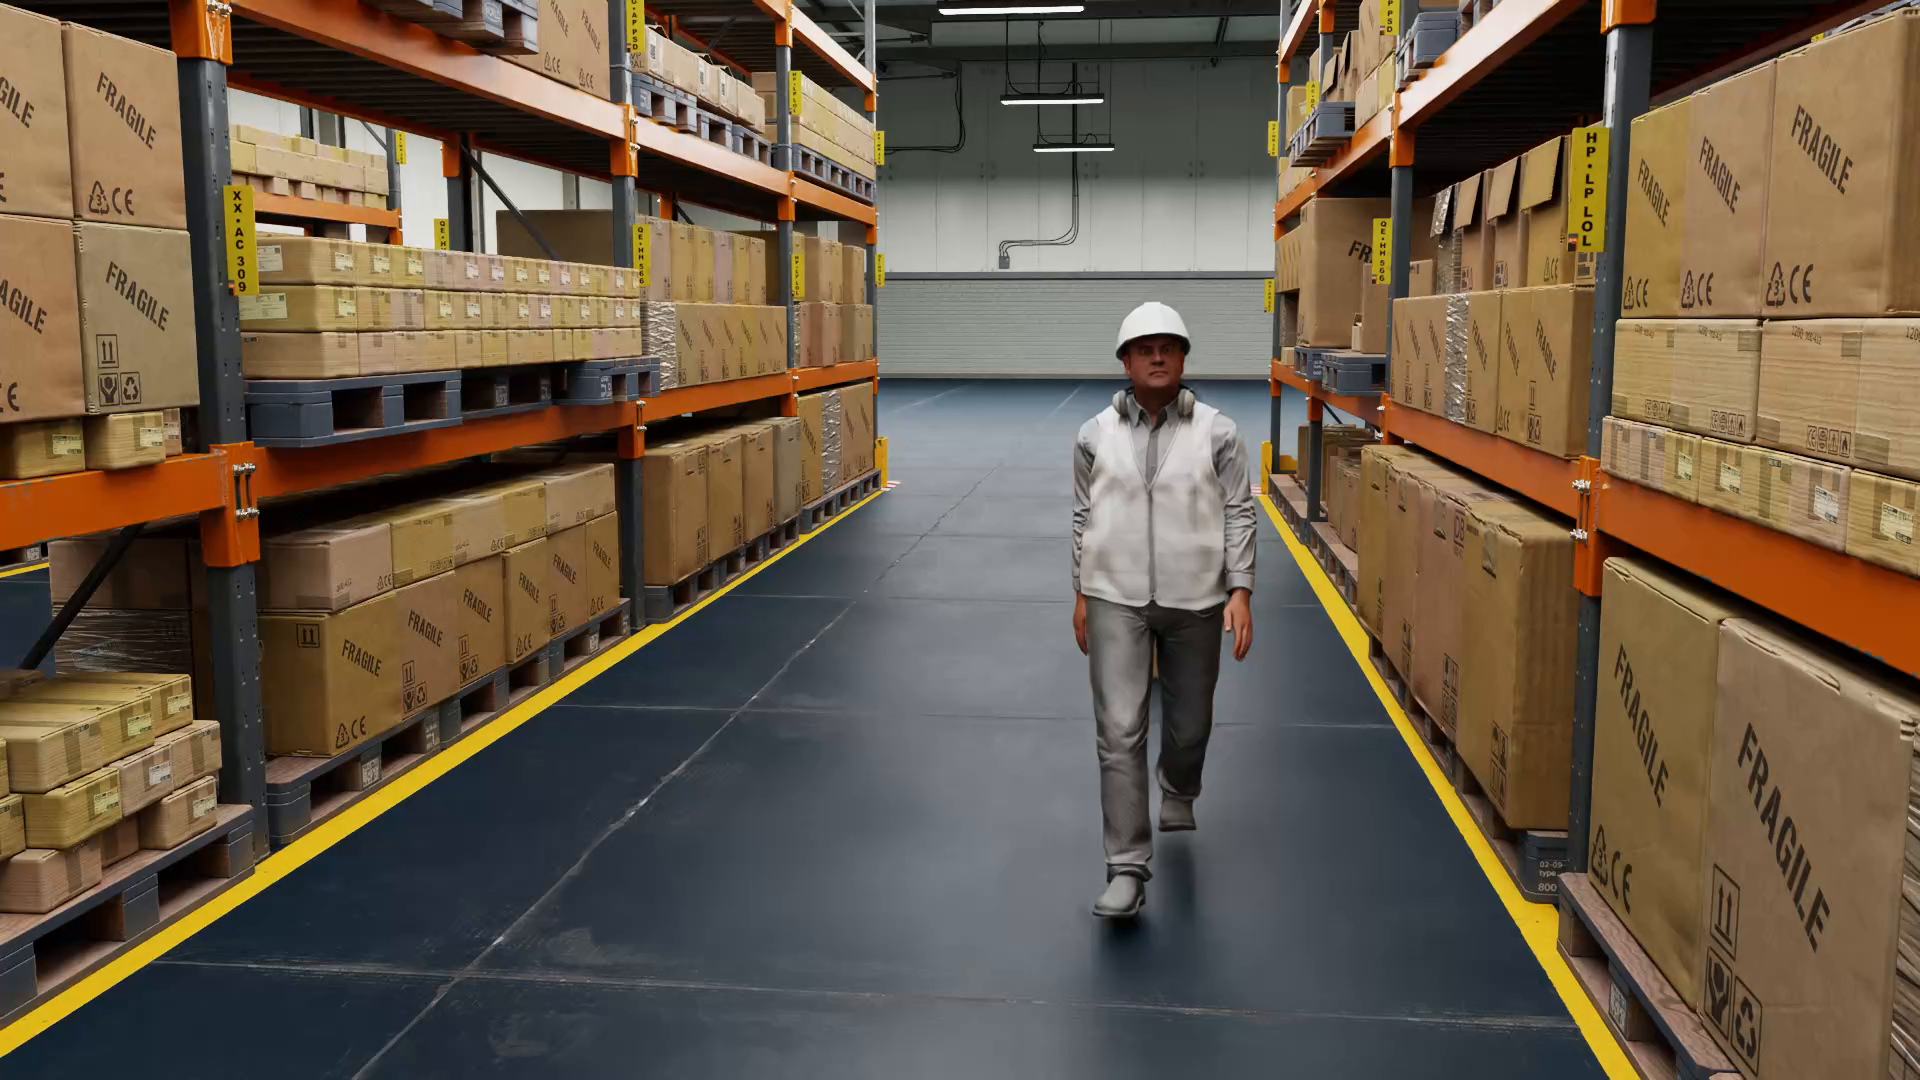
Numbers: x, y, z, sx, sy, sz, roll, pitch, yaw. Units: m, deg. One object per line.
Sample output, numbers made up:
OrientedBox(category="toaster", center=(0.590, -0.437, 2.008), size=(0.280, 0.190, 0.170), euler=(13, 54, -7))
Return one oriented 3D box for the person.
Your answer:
OrientedBox(category="person", center=(0.592, 0.166, 4.941), size=(0.543, 1.733, 0.986), euler=(1, 8, 8))
